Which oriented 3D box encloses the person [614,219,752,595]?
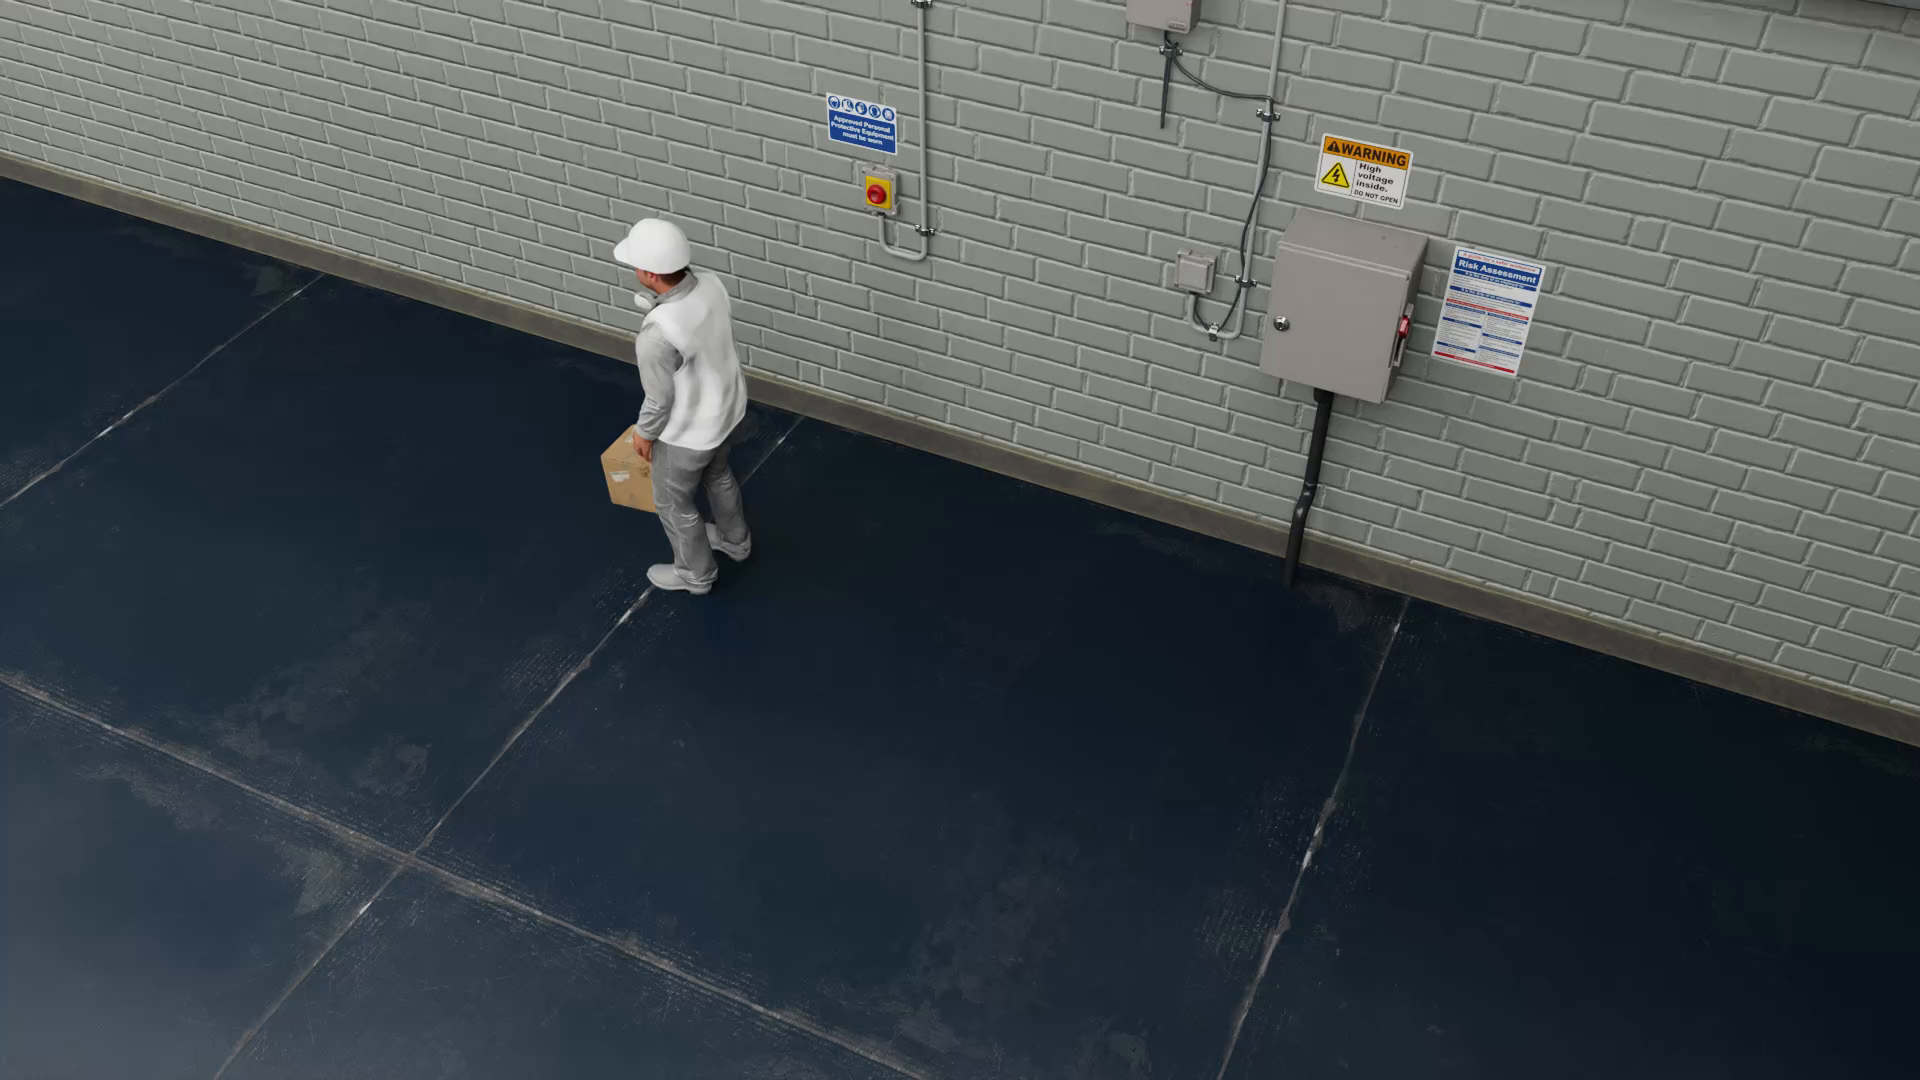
[{"bbox_3d":[-1.101,-0.511,6.710,0.472,1.776,0.560,16,44,17],"label":"person"}]
